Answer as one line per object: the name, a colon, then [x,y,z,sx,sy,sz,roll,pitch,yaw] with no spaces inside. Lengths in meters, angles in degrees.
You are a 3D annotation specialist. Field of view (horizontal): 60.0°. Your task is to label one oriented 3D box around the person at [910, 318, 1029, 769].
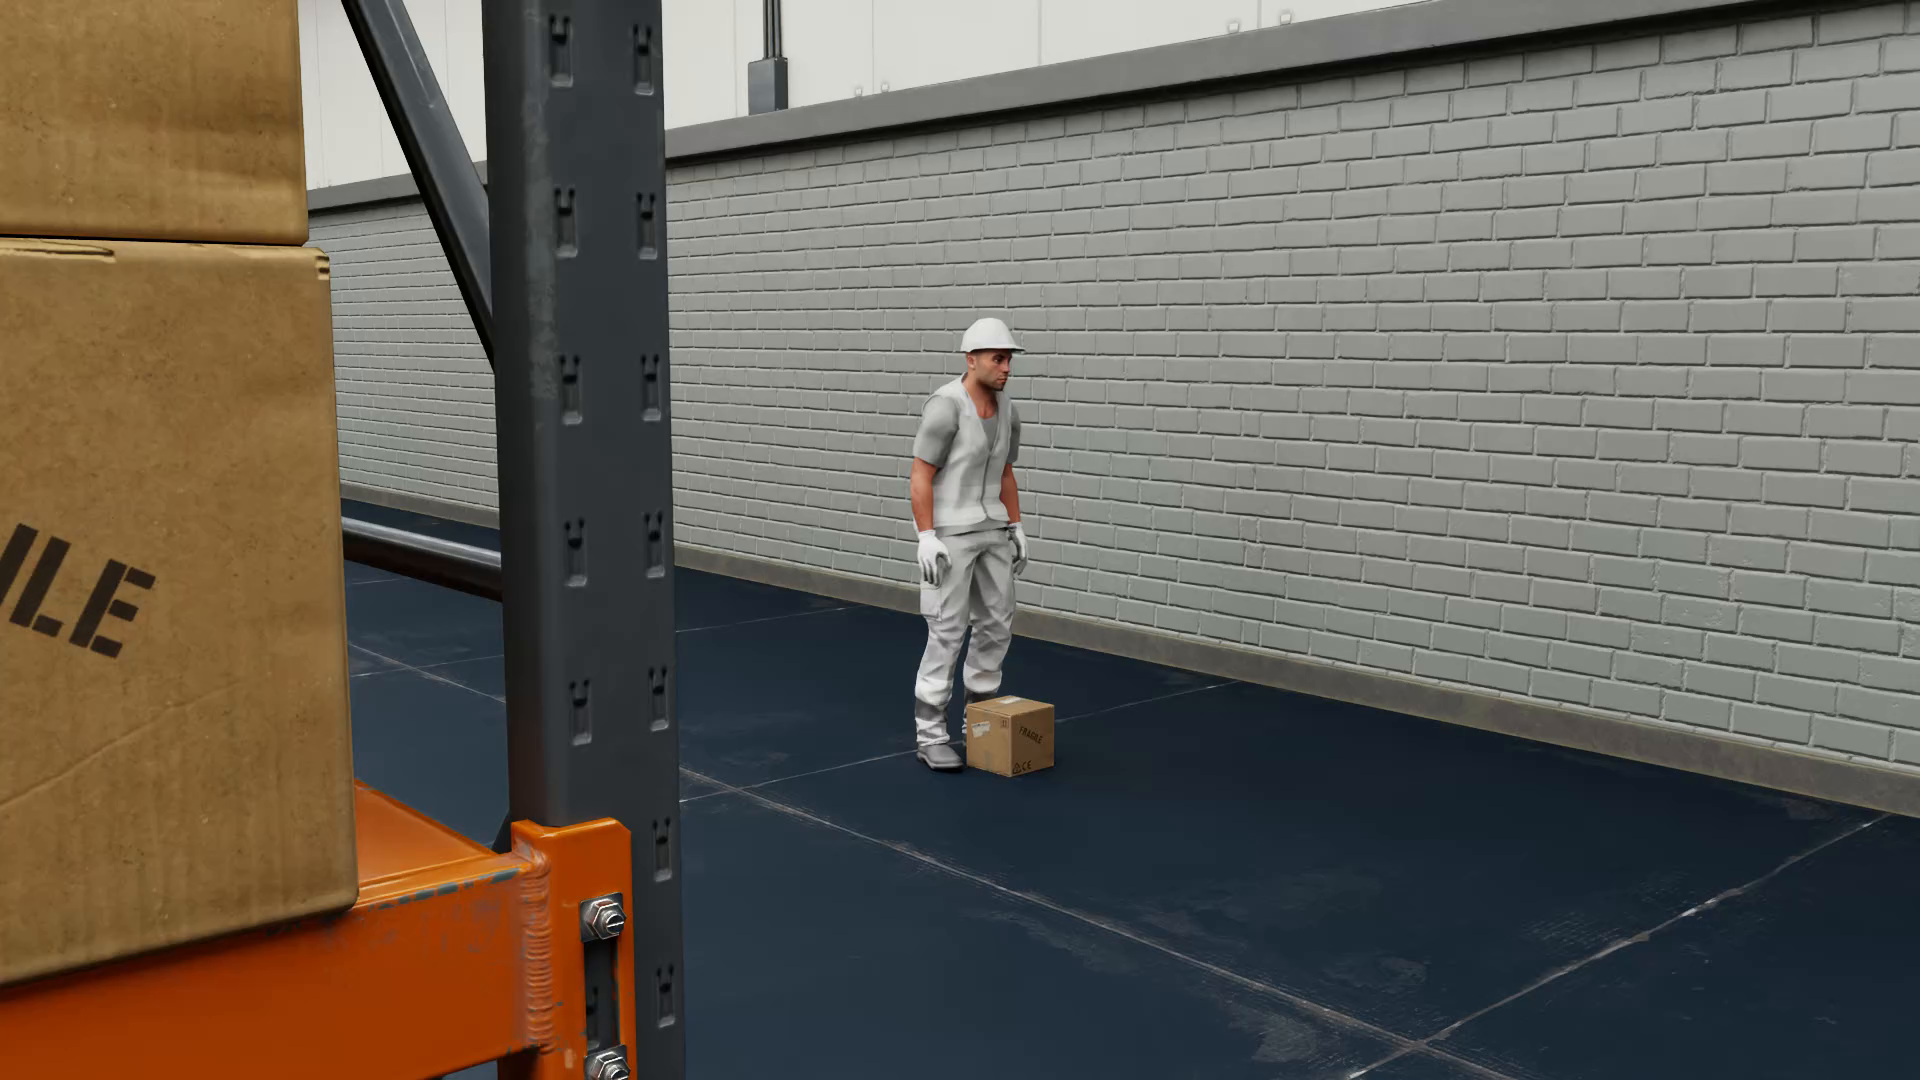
person: [0.053,0.002,6.708,0.616,1.778,0.453,-7,10,-44]
